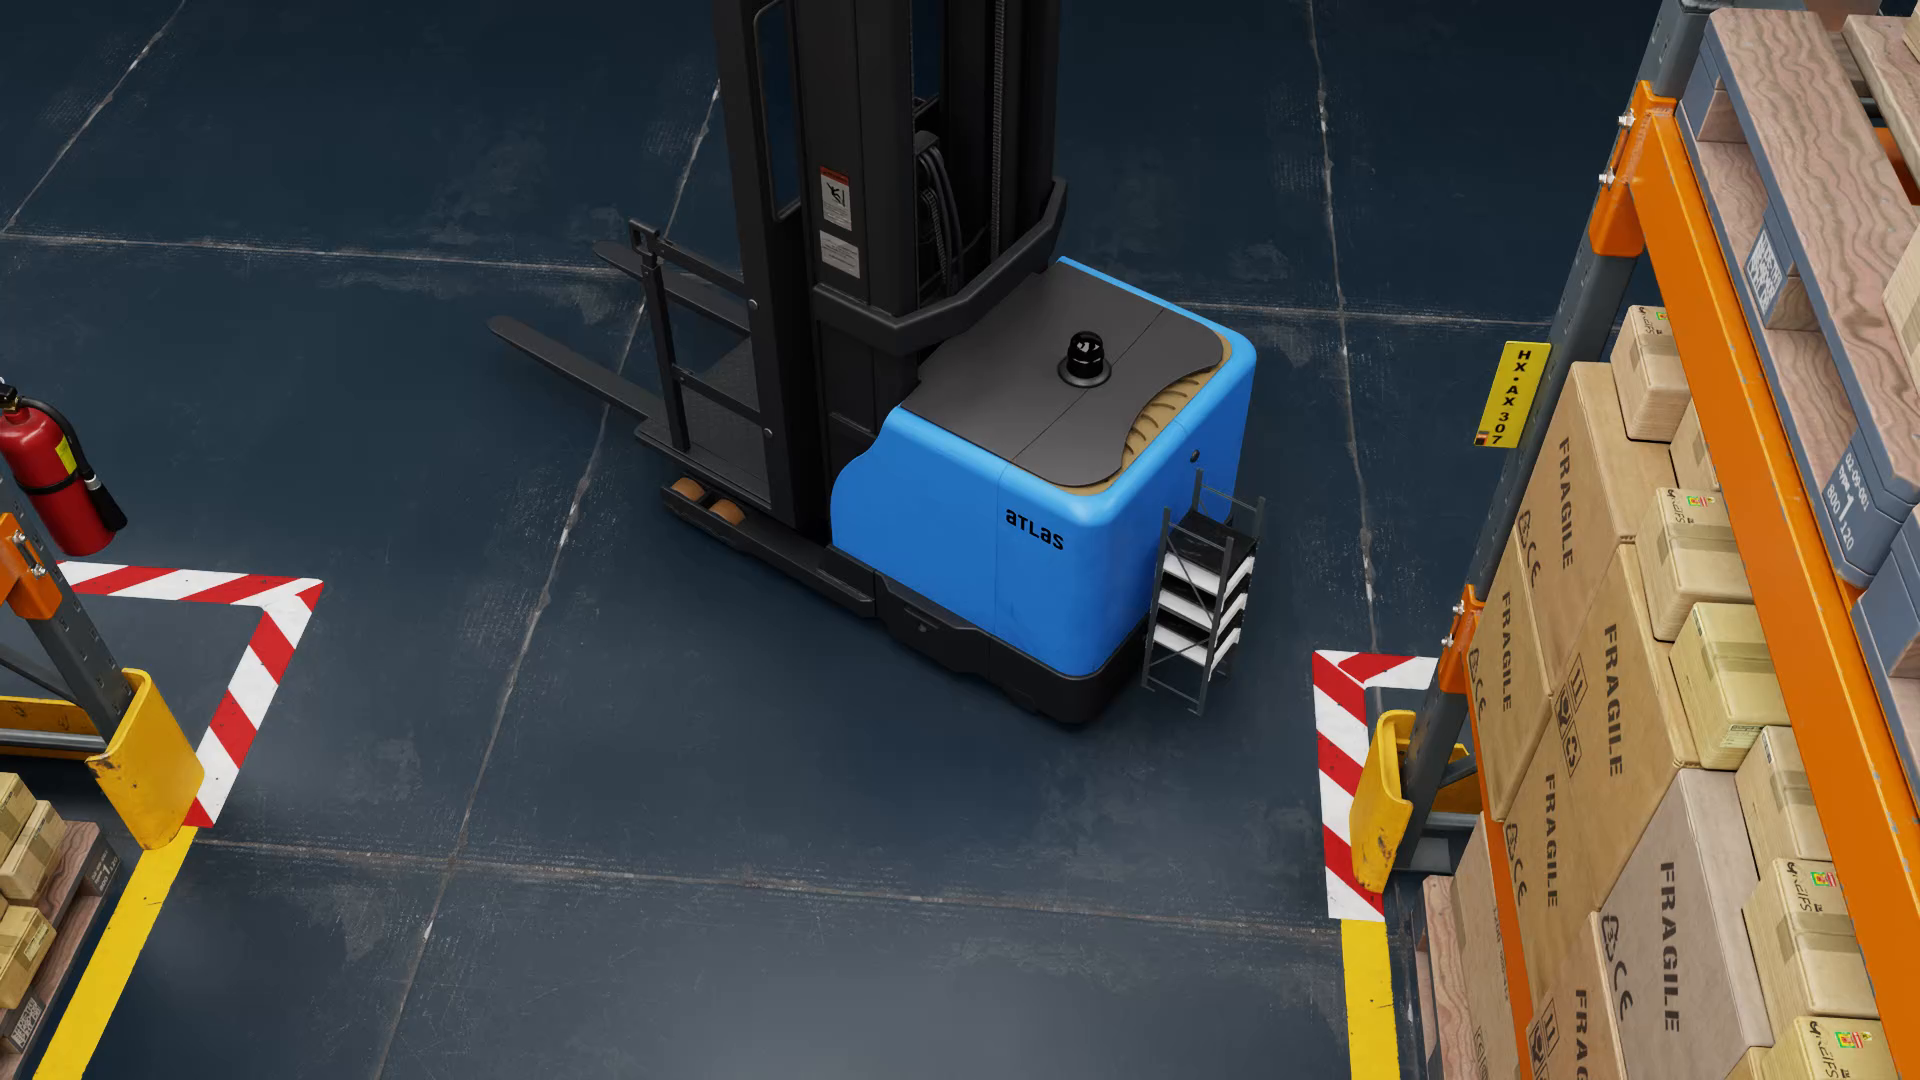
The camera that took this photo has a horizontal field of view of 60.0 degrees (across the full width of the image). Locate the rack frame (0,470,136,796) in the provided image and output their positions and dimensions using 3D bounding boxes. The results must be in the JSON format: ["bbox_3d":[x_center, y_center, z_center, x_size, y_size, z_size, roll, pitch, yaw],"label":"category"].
[{"bbox_3d":[-3.098,-0.234,4.431,1.000,3.000,0.127,4,48,4],"label":"rack frame"}]

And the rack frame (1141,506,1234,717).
[{"bbox_3d":[0.730,0.251,5.410,0.240,0.900,0.006,27,53,23],"label":"rack frame"}]

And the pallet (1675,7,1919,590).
[{"bbox_3d":[1.783,-0.412,2.621,1.003,0.211,1.213,4,48,4],"label":"pallet"}]

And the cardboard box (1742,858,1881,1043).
[{"bbox_3d":[1.399,0.629,2.457,0.380,0.149,0.250,4,48,4],"label":"cardboard box"}]

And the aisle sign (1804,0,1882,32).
[{"bbox_3d":[1.558,-0.925,3.302,0.394,0.787,0.004,4,48,4],"label":"aisle sign"}]

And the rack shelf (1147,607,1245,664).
[{"bbox_3d":[0.788,0.273,5.558,0.258,0.077,0.200,27,53,23],"label":"rack shelf"}]

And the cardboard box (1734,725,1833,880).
[{"bbox_3d":[1.464,0.448,2.622,0.380,0.149,0.250,4,48,4],"label":"cardboard box"}]

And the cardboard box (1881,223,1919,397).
[{"bbox_3d":[1.512,-0.294,2.272,0.380,0.149,0.250,5,48,5],"label":"cardboard box"}]

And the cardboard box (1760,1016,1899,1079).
[{"bbox_3d":[1.349,0.813,2.288,0.380,0.149,0.250,3,48,3],"label":"cardboard box"}]

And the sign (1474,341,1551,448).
[{"bbox_3d":[1.288,-0.336,3.884,0.100,0.325,0.005,4,48,4],"label":"sign"}]

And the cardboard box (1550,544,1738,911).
[{"bbox_3d":[1.473,0.367,3.136,0.500,0.500,0.500,3,48,2],"label":"cardboard box"}]

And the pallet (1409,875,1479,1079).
[{"bbox_3d":[1.845,1.558,4.682,1.003,0.211,1.213,4,48,4],"label":"pallet"}]

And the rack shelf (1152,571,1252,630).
[{"bbox_3d":[0.788,0.151,5.425,0.258,0.077,0.200,27,53,23],"label":"rack shelf"}]

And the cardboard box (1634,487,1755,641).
[{"bbox_3d":[1.441,0.057,2.980,0.380,0.149,0.250,5,48,5],"label":"cardboard box"}]

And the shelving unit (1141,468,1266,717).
[{"bbox_3d":[0.788,0.190,5.467,0.258,0.900,0.210,27,53,23],"label":"shelving unit"}]

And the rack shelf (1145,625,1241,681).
[{"bbox_3d":[0.788,0.334,5.624,0.258,0.077,0.200,27,53,23],"label":"rack shelf"}]

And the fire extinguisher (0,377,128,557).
[{"bbox_3d":[-2.616,-0.236,4.738,0.296,0.674,0.183,4,48,4],"label":"fire extinguisher"}]

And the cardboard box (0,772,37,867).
[{"bbox_3d":[-2.894,0.792,4.737,0.380,0.149,0.250,4,48,4],"label":"cardboard box"}]

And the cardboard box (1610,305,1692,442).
[{"bbox_3d":[1.532,-0.323,3.328,0.380,0.149,0.250,5,48,4],"label":"cardboard box"}]

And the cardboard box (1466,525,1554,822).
[{"bbox_3d":[1.511,0.324,3.853,0.500,0.500,0.500,4,48,3],"label":"cardboard box"}]

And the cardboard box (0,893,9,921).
[{"bbox_3d":[-2.940,1.081,4.674,0.380,0.149,0.250,3,48,3],"label":"cardboard box"}]

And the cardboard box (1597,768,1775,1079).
[{"bbox_3d":[1.434,0.746,2.790,0.500,0.500,0.500,4,48,3],"label":"cardboard box"}]

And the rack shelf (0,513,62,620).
[{"bbox_3d":[-3.281,1.478,3.353,1.077,0.370,4.000,4,48,4],"label":"rack shelf"}]

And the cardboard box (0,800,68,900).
[{"bbox_3d":[-2.862,0.893,4.846,0.380,0.149,0.250,3,48,2],"label":"cardboard box"}]

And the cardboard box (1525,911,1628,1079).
[{"bbox_3d":[1.428,1.070,3.171,0.500,0.500,0.500,4,48,3],"label":"cardboard box"}]

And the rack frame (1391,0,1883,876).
[{"bbox_3d":[1.840,0.024,4.195,1.000,3.000,0.127,4,48,4],"label":"rack frame"}]

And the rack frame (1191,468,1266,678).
[{"bbox_3d":[0.846,0.128,5.523,0.240,0.900,0.006,27,53,23],"label":"rack frame"}]

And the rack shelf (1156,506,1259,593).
[{"bbox_3d":[0.788,0.030,5.292,0.258,0.077,0.200,27,53,23],"label":"rack shelf"}]

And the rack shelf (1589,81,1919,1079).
[{"bbox_3d":[1.658,0.725,2.009,1.077,0.370,4.000,4,48,4],"label":"rack shelf"}]

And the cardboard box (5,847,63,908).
[{"bbox_3d":[-2.939,0.987,4.962,0.380,0.149,0.250,5,48,4],"label":"cardboard box"}]

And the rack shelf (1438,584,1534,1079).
[{"bbox_3d":[1.658,1.737,3.116,1.077,0.370,4.000,4,48,4],"label":"rack shelf"}]

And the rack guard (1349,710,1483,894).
[{"bbox_3d":[1.842,0.850,5.133,1.175,0.500,0.348,4,48,4],"label":"rack guard"}]

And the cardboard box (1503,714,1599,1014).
[{"bbox_3d":[1.492,0.698,3.511,0.500,0.500,0.500,3,48,3],"label":"cardboard box"}]

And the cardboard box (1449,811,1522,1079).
[{"bbox_3d":[1.880,1.239,4.536,0.875,0.438,0.875,2,48,2],"label":"cardboard box"}]

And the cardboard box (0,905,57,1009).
[{"bbox_3d":[-2.861,1.183,4.783,0.380,0.149,0.250,5,48,5],"label":"cardboard box"}]

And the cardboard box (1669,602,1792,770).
[{"bbox_3d":[1.435,0.252,2.802,0.380,0.149,0.250,2,48,2],"label":"cardboard box"}]

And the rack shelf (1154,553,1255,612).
[{"bbox_3d":[0.788,0.091,5.359,0.258,0.077,0.200,27,53,23],"label":"rack shelf"}]

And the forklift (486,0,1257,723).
[{"bbox_3d":[-0.510,-1.263,5.419,3.031,2.935,1.130,28,54,23],"label":"forklift"}]

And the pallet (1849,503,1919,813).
[{"bbox_3d":[1.674,0.487,1.799,1.003,0.211,1.213,4,48,4],"label":"pallet"}]

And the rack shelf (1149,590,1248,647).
[{"bbox_3d":[0.788,0.212,5.491,0.258,0.077,0.200,27,53,23],"label":"rack shelf"}]

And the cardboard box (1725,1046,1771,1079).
[{"bbox_3d":[1.389,1.112,2.454,0.500,0.500,0.500,4,48,4],"label":"cardboard box"}]

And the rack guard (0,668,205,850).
[{"bbox_3d":[-3.105,0.665,5.303,1.175,0.500,0.348,4,48,4],"label":"rack guard"}]

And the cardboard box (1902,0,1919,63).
[{"bbox_3d":[1.889,-0.776,2.643,0.500,0.250,0.500,0,48,0],"label":"cardboard box"}]

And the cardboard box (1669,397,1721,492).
[{"bbox_3d":[1.579,-0.126,3.148,0.380,0.149,0.250,5,48,4],"label":"cardboard box"}]

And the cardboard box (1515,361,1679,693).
[{"bbox_3d":[1.513,-0.013,3.484,0.500,0.500,0.500,3,48,3],"label":"cardboard box"}]

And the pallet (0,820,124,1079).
[{"bbox_3d":[-3.215,1.357,4.865,1.003,0.211,1.213,4,48,4],"label":"pallet"}]

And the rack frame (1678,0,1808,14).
[{"bbox_3d":[1.840,-2.000,1.981,1.000,3.000,0.127,4,48,4],"label":"rack frame"}]
